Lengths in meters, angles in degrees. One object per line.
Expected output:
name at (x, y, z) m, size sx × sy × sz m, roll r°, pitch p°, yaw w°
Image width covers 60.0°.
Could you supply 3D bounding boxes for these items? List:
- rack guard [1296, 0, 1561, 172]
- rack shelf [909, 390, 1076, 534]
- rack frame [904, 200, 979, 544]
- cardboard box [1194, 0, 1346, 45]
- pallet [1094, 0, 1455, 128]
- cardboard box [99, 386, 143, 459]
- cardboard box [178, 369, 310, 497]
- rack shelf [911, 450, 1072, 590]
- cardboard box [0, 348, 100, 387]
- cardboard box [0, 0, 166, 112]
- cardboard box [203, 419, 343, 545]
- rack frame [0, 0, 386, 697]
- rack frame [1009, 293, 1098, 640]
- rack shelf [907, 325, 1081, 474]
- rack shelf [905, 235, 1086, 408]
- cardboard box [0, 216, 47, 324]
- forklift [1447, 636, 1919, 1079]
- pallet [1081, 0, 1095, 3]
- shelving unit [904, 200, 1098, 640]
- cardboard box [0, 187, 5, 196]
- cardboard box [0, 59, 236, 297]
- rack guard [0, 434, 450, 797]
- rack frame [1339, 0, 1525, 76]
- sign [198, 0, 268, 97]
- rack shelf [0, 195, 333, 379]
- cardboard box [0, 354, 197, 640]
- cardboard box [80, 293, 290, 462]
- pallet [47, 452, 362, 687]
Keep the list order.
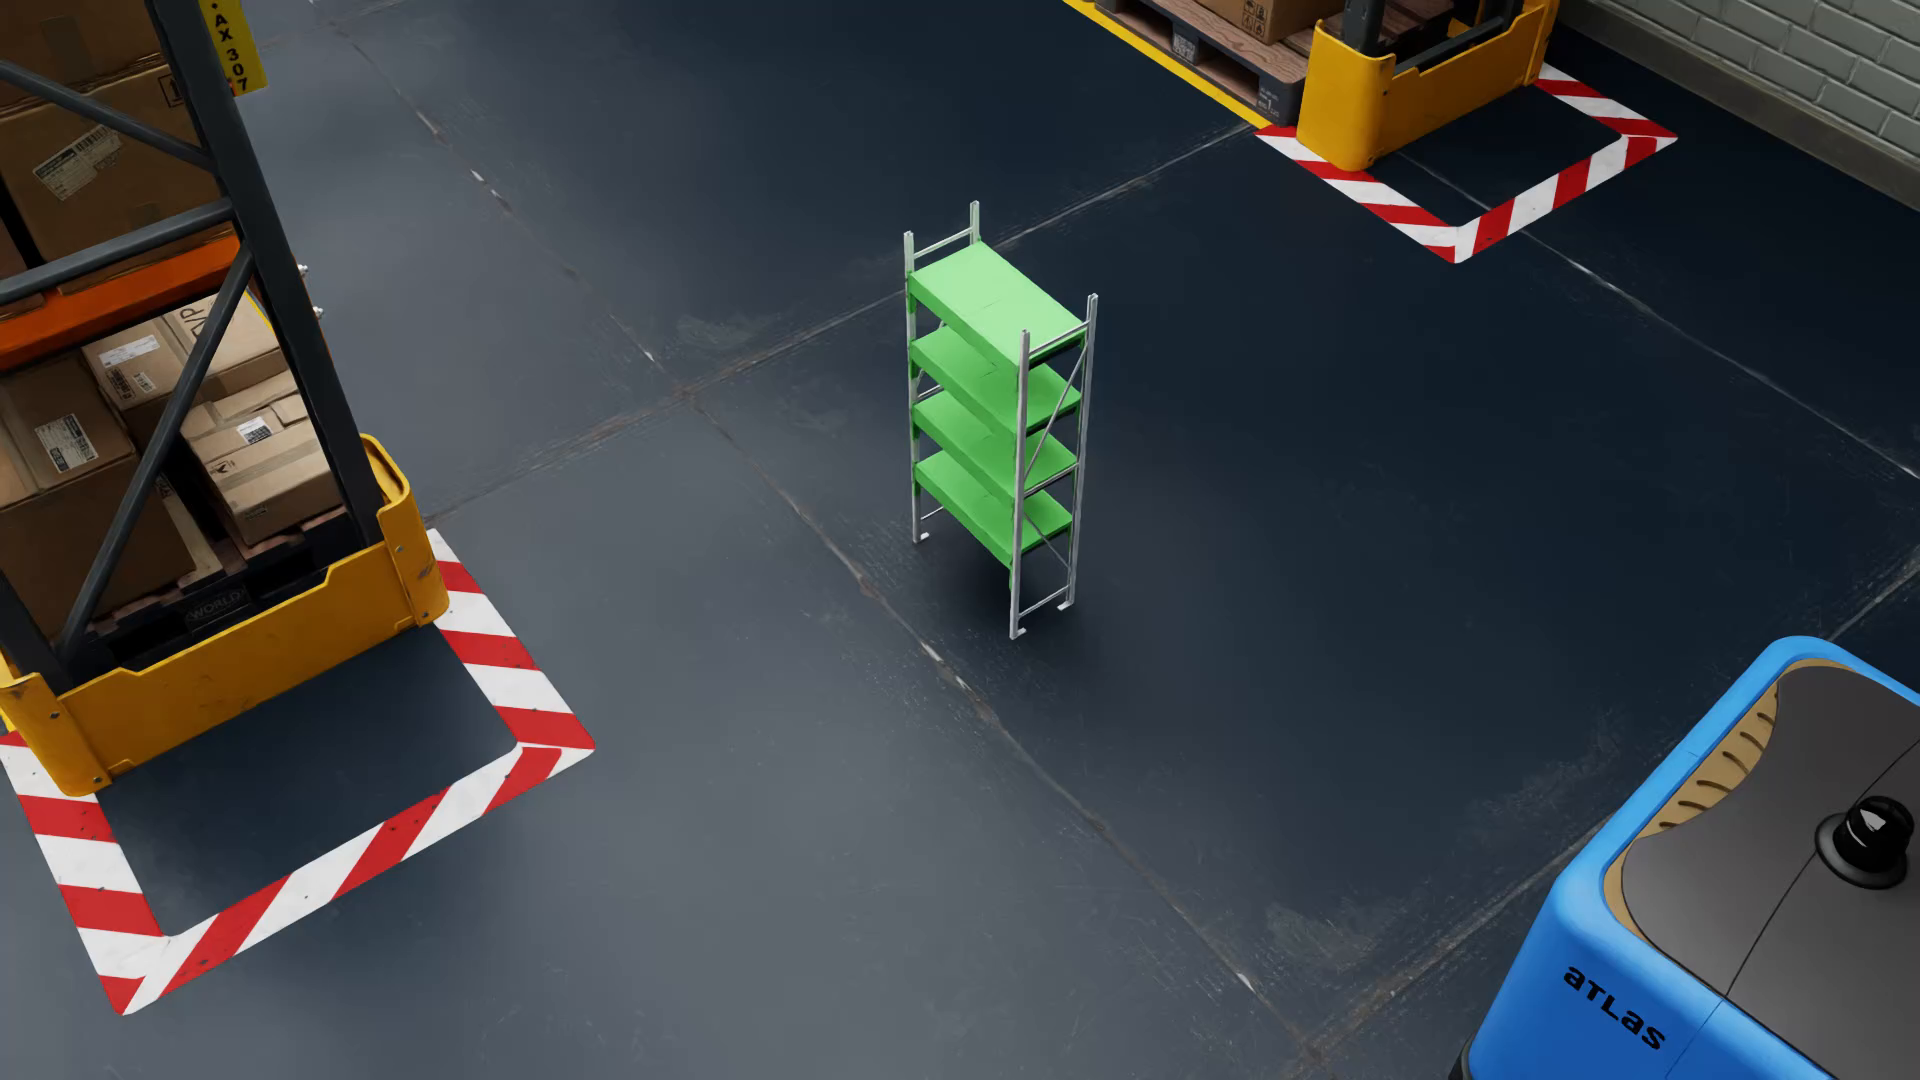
rack guard at (1.901, -1.965, 6.694) m, size 1.175 × 0.500 × 0.348 m, roll -29°, pitch 54°, yaw -24°
rack shelf at (0.100, -0.262, 4.764) m, size 0.258 × 0.148 × 0.480 m, roll -29°, pitch 54°, yaw -24°
rack frame at (-0.048, -0.449, 4.847) m, size 0.240 × 1.200 × 0.015 m, roll -29°, pitch 54°, yaw -24°
cardboard box at (1.383, -2.488, 6.884) m, size 0.700 × 0.500 × 0.500 m, roll -29°, pitch 54°, yaw -24°
pallet at (1.340, -2.318, 7.209) m, size 1.003 × 0.211 × 1.213 m, roll -29°, pitch 54°, yaw -24°
cardboard box at (-2.753, -0.279, 5.094) m, size 0.380 × 0.166 × 0.250 m, roll -29°, pitch 54°, yaw -24°
cardboard box at (-2.185, -0.339, 5.148) m, size 0.380 × 0.166 × 0.250 m, roll -29°, pitch 54°, yaw -24°
rack shelf at (0.100, -0.101, 4.942) m, size 0.258 × 0.148 × 0.480 m, roll -29°, pitch 54°, yaw -24°
cardboard box at (-3.130, -0.602, 5.330) m, size 0.500 × 0.250 × 0.500 m, roll -29°, pitch 54°, yaw -24°
cardboard box at (-2.113, -1.343, 3.701) m, size 0.500 × 0.500 × 0.500 m, roll -28°, pitch 54°, yaw -23°
cardboard box at (-2.034, -0.185, 5.021) m, size 0.380 × 0.149 × 0.250 m, roll -29°, pitch 54°, yaw -24°
rack frame at (-2.054, -0.594, 3.764) m, size 1.000 × 3.000 × 0.127 m, roll -29°, pitch 54°, yaw -24°
rack frame at (0.248, -0.162, 4.587) m, size 0.240 × 1.200 × 0.015 m, roll -29°, pitch 54°, yaw -24°
rack shelf at (0.100, -0.424, 4.587) m, size 0.258 × 0.148 × 0.480 m, roll -29°, pitch 54°, yaw -24°
rack shelf at (0.100, -0.585, 4.409) m, size 0.258 × 0.148 × 0.480 m, roll -29°, pitch 54°, yaw -24°
cardboard box at (-2.542, -0.770, 3.856) m, size 0.500 × 0.500 × 0.500 m, roll -28°, pitch 54°, yaw -23°
forklift at (2.514, 0.956, 2.405) m, size 1.130 × 2.935 × 3.031 m, roll -35°, pitch 57°, yaw -28°
pallet at (0.606, -3.037, 7.861) m, size 1.003 × 0.211 × 1.213 m, roll -29°, pitch 54°, yaw -24°
shelving unit at (0.100, -0.305, 4.717) m, size 0.258 × 1.200 × 0.503 m, roll -29°, pitch 54°, yaw -24°
cardboard box at (-2.429, -1.309, 4.345) m, size 0.500 × 0.500 × 0.500 m, roll -30°, pitch 54°, yaw -24°
cardboard box at (-2.113, -1.007, 4.071) m, size 0.500 × 0.500 × 0.500 m, roll -28°, pitch 54°, yaw -23°
rack guard at (-2.100, 0.201, 4.731) m, size 1.175 × 0.500 × 0.348 m, roll -29°, pitch 54°, yaw -24°
rack frame at (1.886, -2.818, 5.780) m, size 1.000 × 3.000 × 0.127 m, roll -29°, pitch 54°, yaw -24°
sign at (-1.622, -1.128, 3.664) m, size 0.100 × 0.325 × 0.005 m, roll -29°, pitch 54°, yaw -24°
rack shelf at (-3.265, -1.532, 5.099) m, size 1.077 × 0.370 × 4.000 m, roll -29°, pitch 54°, yaw -24°
cardboard box at (-2.579, -0.112, 4.717) m, size 0.500 × 0.500 × 0.500 m, roll -29°, pitch 54°, yaw -24°
cardboard box at (-2.460, -0.561, 5.293) m, size 0.500 × 0.250 × 0.500 m, roll -29°, pitch 54°, yaw -24°
pallet at (-2.583, -0.172, 5.263) m, size 1.003 × 0.211 × 1.213 m, roll -29°, pitch 54°, yaw -24°
